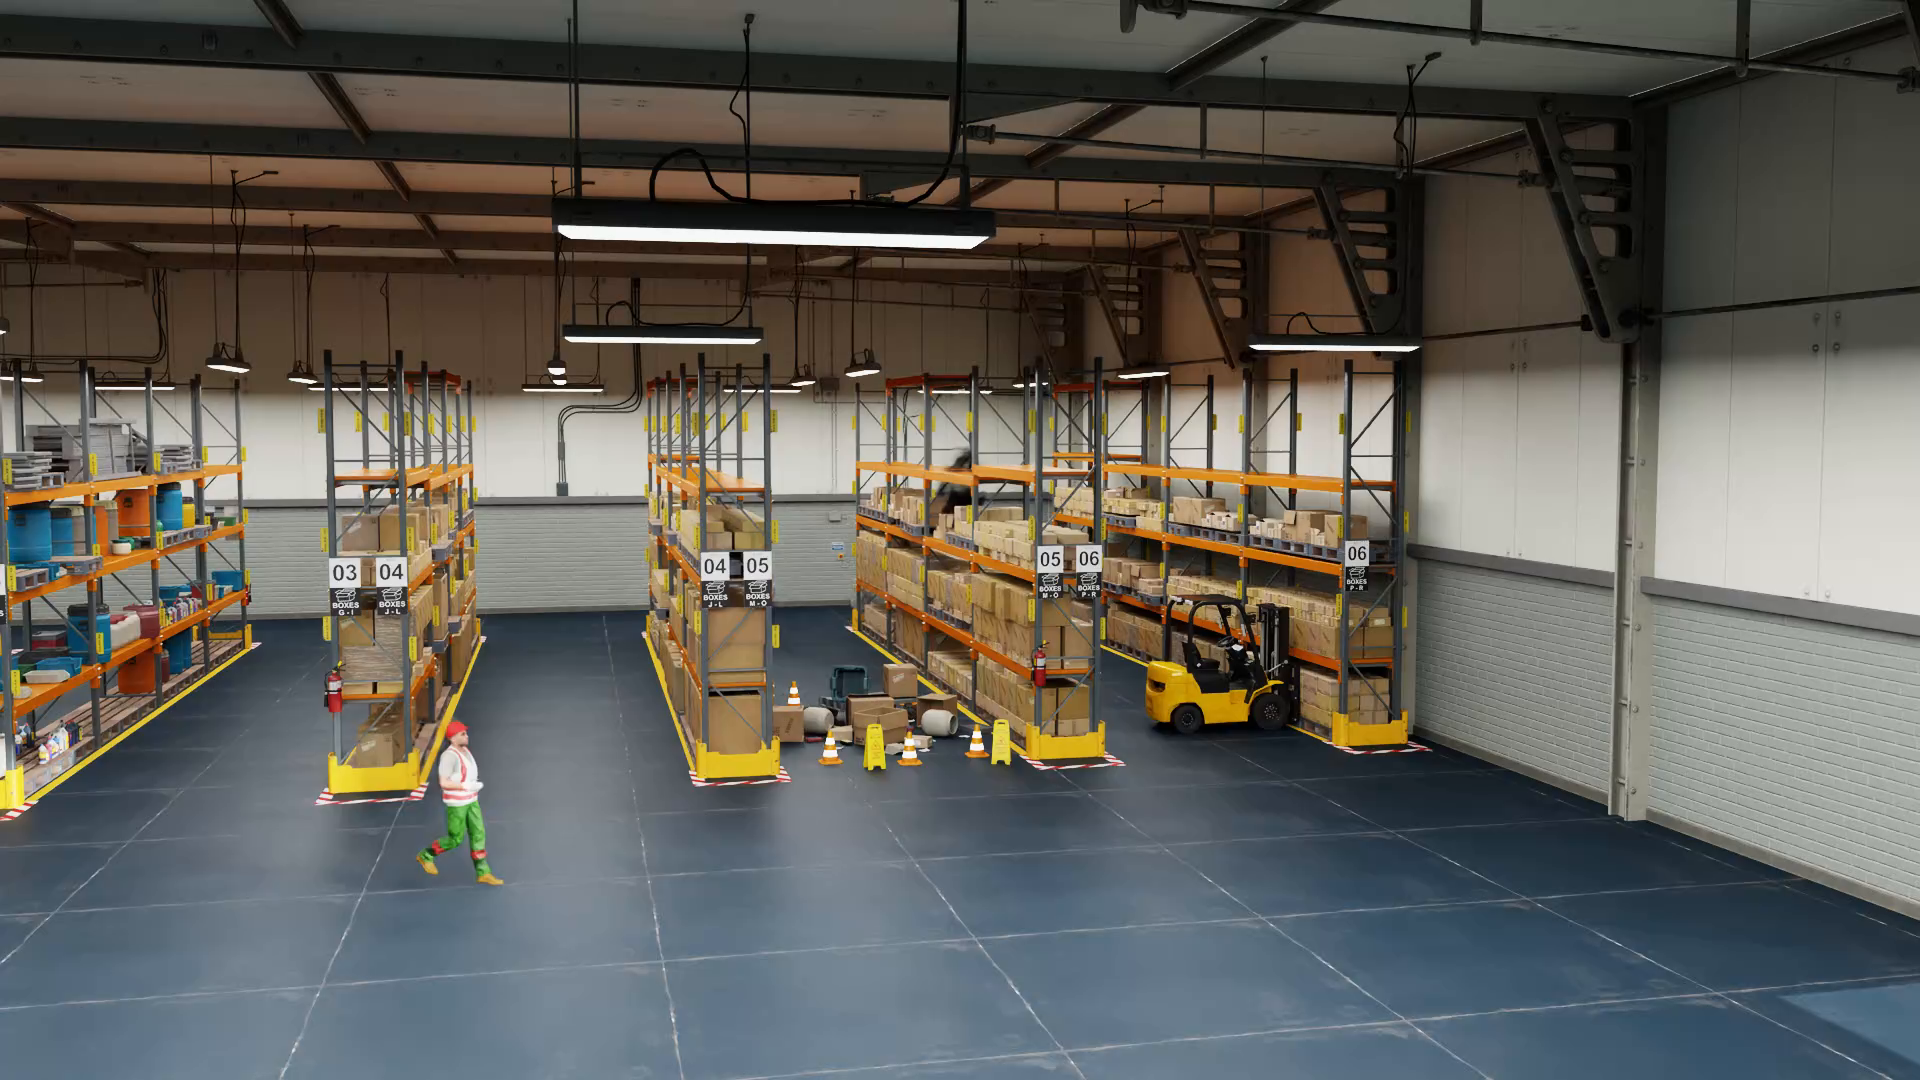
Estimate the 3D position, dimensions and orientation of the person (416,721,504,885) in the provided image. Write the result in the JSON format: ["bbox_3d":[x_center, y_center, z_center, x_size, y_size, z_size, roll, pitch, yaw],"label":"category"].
[{"bbox_3d":[-5.422,2.846,17.995,0.977,1.782,0.658,1,4,11],"label":"person"}]

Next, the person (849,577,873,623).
[{"bbox_3d":[-2.429,1.287,41.780,0.785,1.693,0.697,1,4,8],"label":"person"}]
